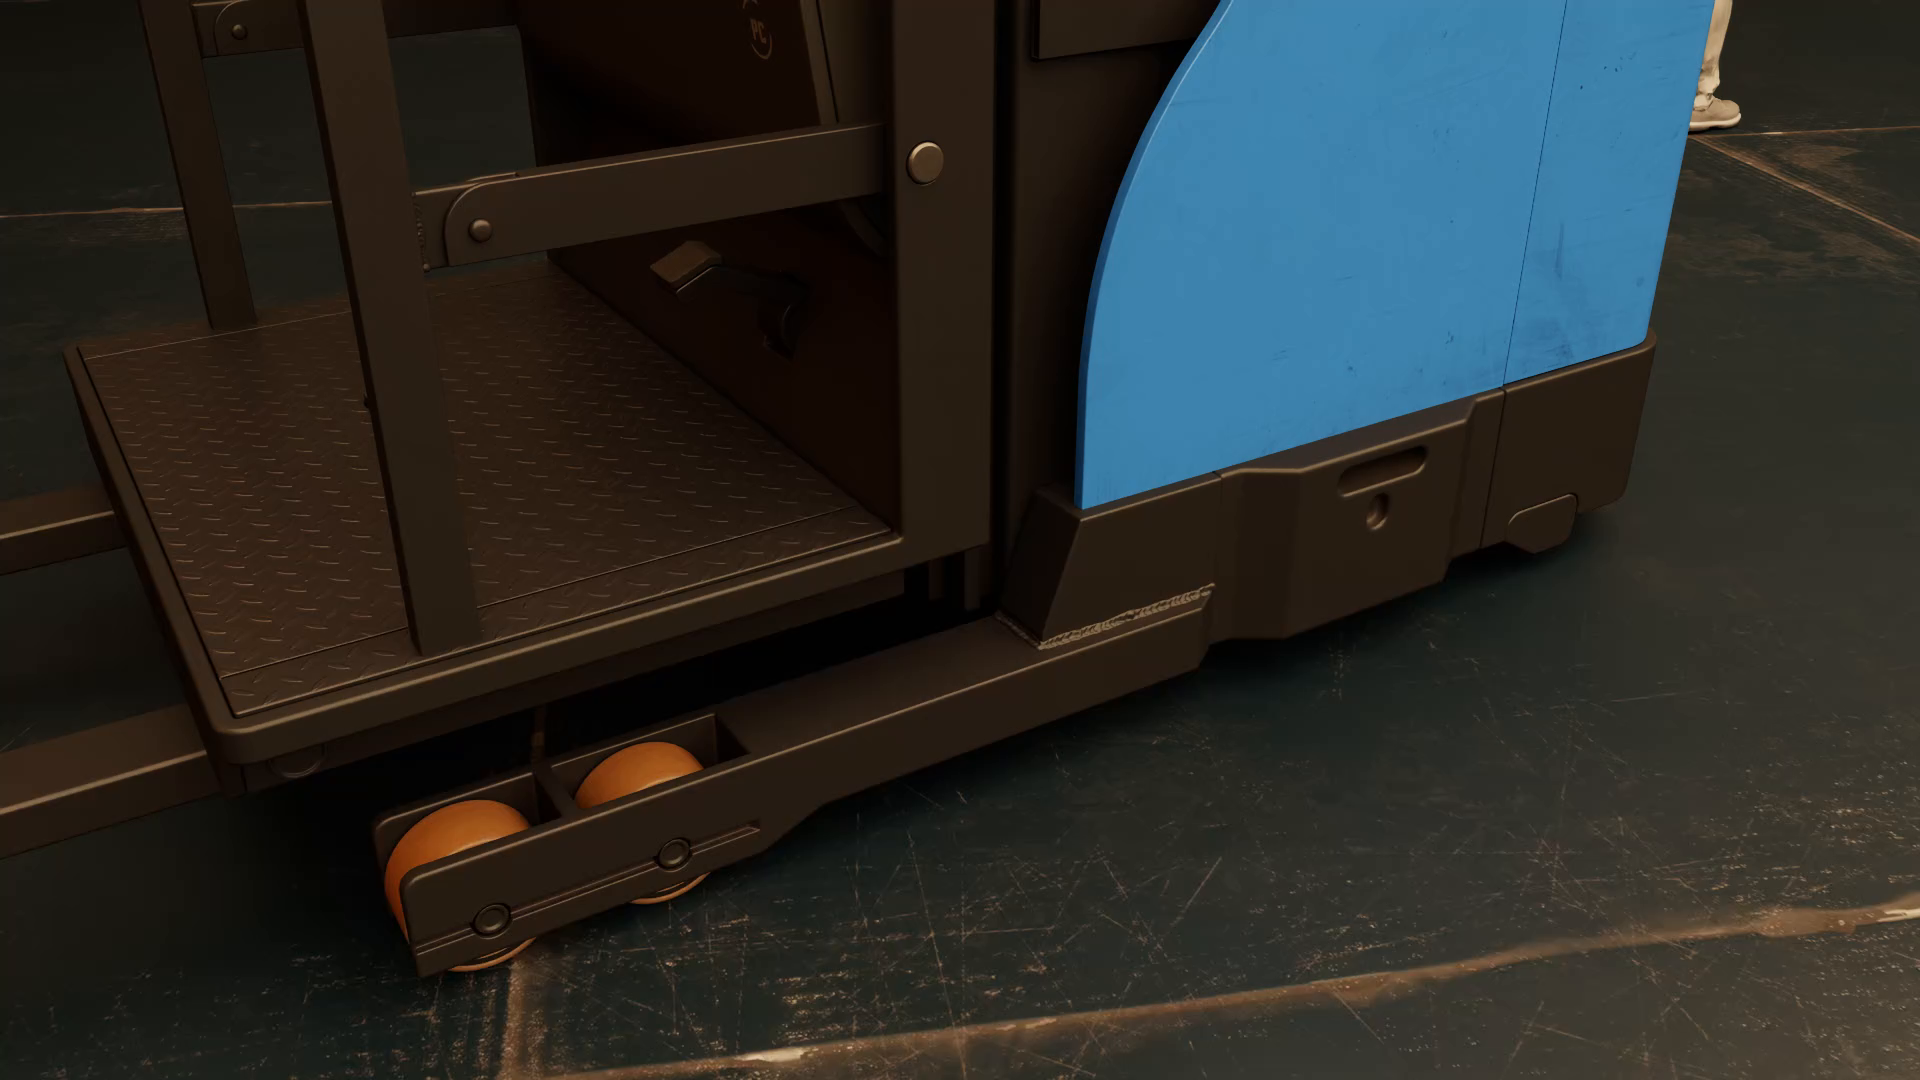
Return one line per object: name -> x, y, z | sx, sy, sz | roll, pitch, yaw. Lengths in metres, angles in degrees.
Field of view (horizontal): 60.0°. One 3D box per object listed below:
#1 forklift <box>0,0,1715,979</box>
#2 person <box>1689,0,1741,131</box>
forklift -> -0.516, -1.144, 1.529 | 3.031, 2.935, 1.130 | -16, 32, -28
person -> 1.943, -1.948, 4.400 | 0.529, 1.663, 0.374 | 20, 34, 33
